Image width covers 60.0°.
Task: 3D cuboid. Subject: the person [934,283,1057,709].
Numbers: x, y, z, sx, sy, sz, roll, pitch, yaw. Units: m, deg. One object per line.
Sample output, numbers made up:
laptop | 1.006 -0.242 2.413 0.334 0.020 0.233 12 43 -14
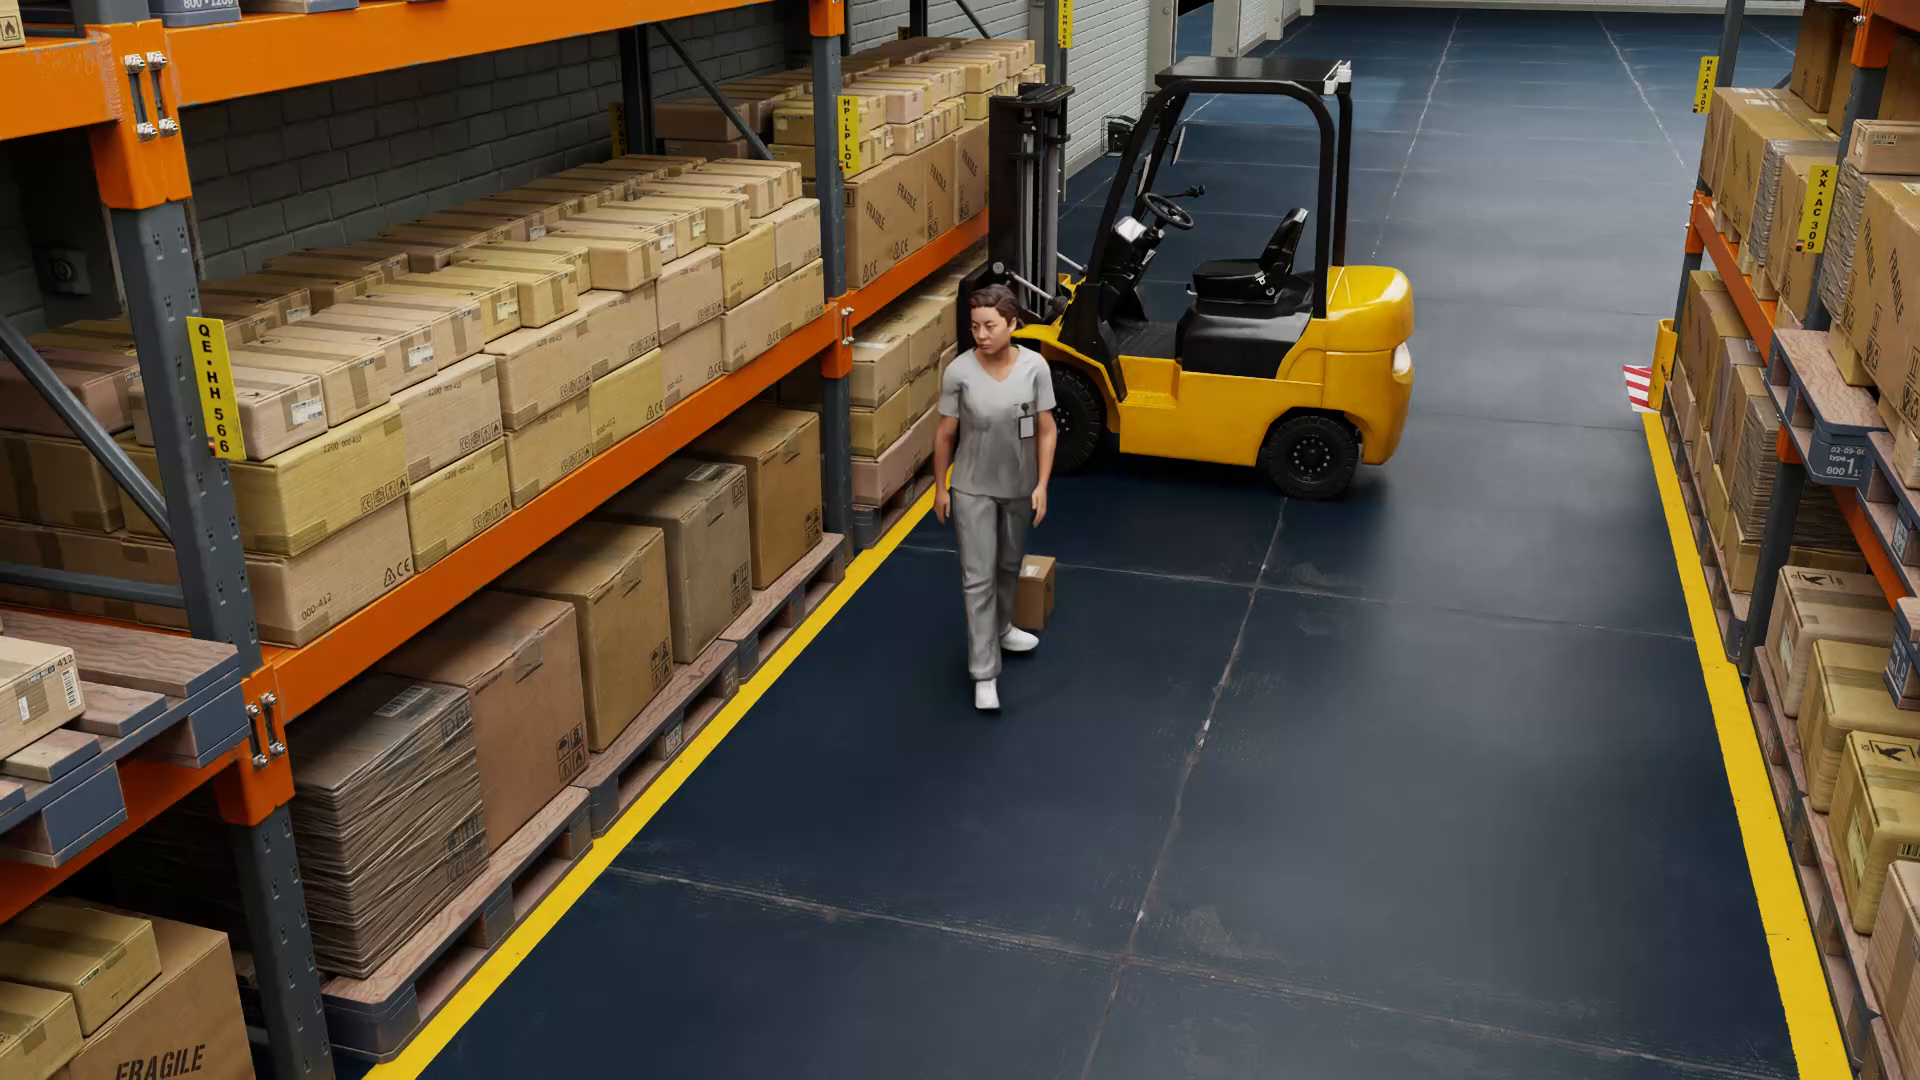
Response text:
person | 0.143 -0.202 6.580 0.484 1.660 0.701 -6 23 -14
